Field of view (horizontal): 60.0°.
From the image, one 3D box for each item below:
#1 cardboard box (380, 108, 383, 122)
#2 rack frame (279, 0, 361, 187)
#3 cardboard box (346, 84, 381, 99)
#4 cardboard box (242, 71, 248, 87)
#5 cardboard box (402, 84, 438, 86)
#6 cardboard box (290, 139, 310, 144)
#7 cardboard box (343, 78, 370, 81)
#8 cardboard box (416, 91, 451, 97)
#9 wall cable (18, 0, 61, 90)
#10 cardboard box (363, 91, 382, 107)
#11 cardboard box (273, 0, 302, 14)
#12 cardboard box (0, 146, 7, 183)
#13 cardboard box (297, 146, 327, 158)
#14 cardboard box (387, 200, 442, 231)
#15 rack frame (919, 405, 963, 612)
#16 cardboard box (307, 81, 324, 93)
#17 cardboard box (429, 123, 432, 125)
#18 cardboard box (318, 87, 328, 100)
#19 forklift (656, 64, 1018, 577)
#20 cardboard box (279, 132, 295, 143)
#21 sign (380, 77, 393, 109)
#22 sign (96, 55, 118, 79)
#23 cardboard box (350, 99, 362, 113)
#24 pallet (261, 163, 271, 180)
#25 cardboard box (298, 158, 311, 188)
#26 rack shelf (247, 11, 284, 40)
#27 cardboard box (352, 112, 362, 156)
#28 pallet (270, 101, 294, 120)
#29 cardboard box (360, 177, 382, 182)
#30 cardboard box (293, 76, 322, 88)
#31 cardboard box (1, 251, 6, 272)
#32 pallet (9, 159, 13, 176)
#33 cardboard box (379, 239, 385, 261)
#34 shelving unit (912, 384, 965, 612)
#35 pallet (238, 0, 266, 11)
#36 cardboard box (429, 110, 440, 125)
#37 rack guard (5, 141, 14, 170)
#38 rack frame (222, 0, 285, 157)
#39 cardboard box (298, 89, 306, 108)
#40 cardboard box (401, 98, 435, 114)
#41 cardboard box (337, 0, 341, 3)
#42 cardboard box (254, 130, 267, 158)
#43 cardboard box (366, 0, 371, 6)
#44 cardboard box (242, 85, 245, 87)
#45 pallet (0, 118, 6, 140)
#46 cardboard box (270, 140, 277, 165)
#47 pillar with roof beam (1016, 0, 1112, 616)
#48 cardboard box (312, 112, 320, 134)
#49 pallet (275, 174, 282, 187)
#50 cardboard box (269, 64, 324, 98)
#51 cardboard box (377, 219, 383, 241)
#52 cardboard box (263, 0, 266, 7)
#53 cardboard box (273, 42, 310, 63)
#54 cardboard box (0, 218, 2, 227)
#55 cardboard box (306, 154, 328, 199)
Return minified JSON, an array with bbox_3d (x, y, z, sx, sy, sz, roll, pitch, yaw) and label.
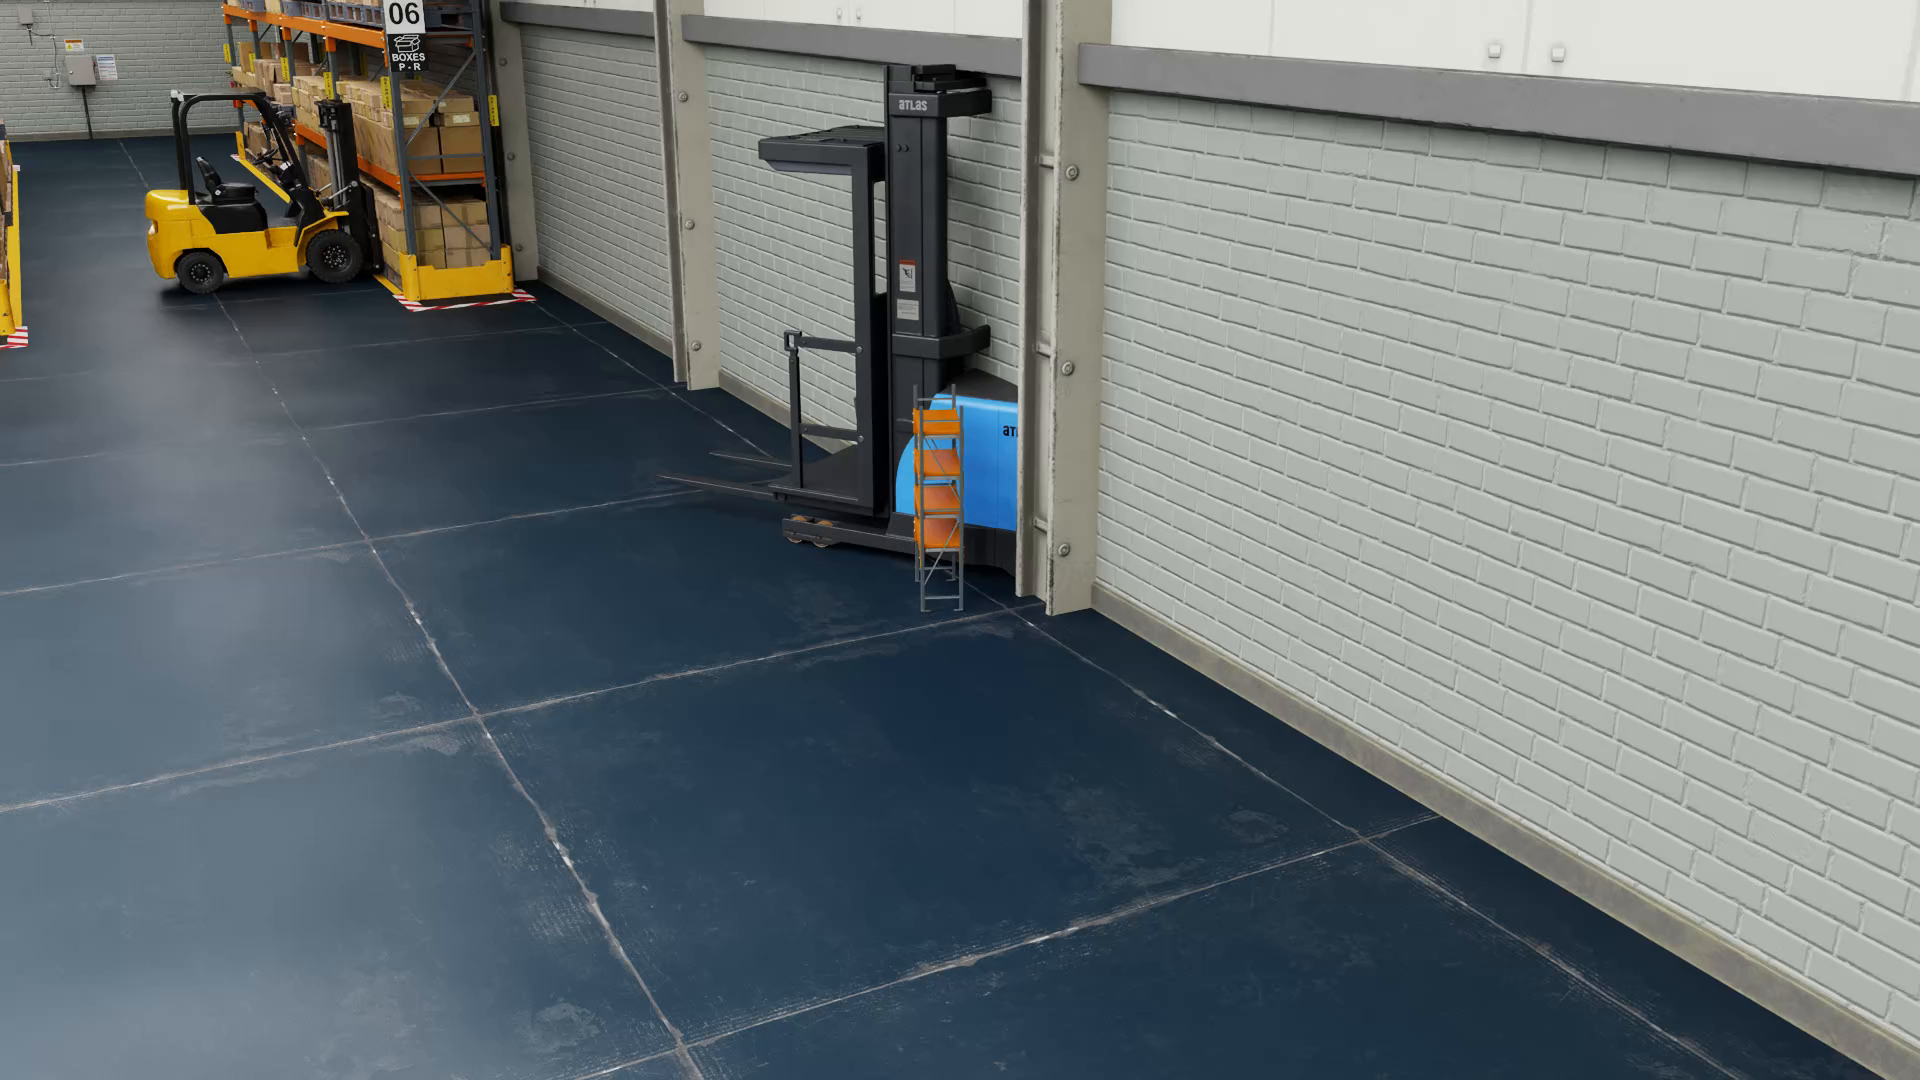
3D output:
[{"bbox_3d":[-6.345,-4.811,18.828,0.380,0.149,0.250,-10,21,-27],"label":"cardboard box"},{"bbox_3d":[-9.408,-6.472,24.789,1.000,3.000,0.127,-10,21,-27],"label":"rack frame"},{"bbox_3d":[-7.254,-5.458,20.247,0.380,0.149,0.250,-9,21,-25],"label":"cardboard box"},{"bbox_3d":[-12.484,-8.233,29.667,0.500,0.250,0.500,-11,22,-28],"label":"cardboard box"},{"bbox_3d":[-6.592,-5.481,20.314,0.380,0.149,0.250,-10,22,-28],"label":"cardboard box"},{"bbox_3d":[-10.471,-6.283,26.435,0.380,0.149,0.250,-11,22,-29],"label":"cardboard box"},{"bbox_3d":[-8.550,-6.476,23.652,0.380,0.149,0.250,-10,21,-27],"label":"cardboard box"},{"bbox_3d":[-6.065,-5.099,19.205,0.380,0.149,0.250,-9,21,-25],"label":"cardboard box"},{"bbox_3d":[-19.029,-10.317,34.374,0.588,1.984,0.122,-10,21,-27],"label":"wall cable"},{"bbox_3d":[-6.659,-5.091,19.183,0.380,0.149,0.250,-10,21,-26],"label":"cardboard box"},{"bbox_3d":[-9.866,-7.929,24.642,0.500,0.250,0.500,-11,22,-28],"label":"cardboard box"},{"bbox_3d":[-15.310,-5.879,25.684,0.875,0.875,0.875,-9,21,-25],"label":"cardboard box"},{"bbox_3d":[-9.866,-5.898,25.320,0.380,0.149,0.250,-11,22,-29],"label":"cardboard box"},{"bbox_3d":[-6.103,-3.631,18.594,0.500,0.250,0.500,-9,21,-25],"label":"cardboard box"},{"bbox_3d":[-0.102,-0.163,9.265,0.240,1.200,0.015,-2,19,-5],"label":"rack frame"},{"bbox_3d":[-8.894,-6.320,23.201,0.380,0.149,0.250,-9,21,-26],"label":"cardboard box"},{"bbox_3d":[-5.867,-4.554,19.078,0.500,0.500,0.500,-9,21,-25],"label":"cardboard box"},{"bbox_3d":[-8.317,-5.946,22.117,0.380,0.149,0.250,-11,22,-28],"label":"cardboard box"},{"bbox_3d":[-0.557,-1.480,10.428,3.031,2.935,1.130,10,21,26],"label":"forklift"},{"bbox_3d":[-11.040,-6.660,27.528,0.380,0.149,0.250,-11,22,-29],"label":"cardboard box"},{"bbox_3d":[-6.094,-4.755,17.674,0.100,0.325,0.005,-10,21,-27],"label":"sign"},{"bbox_3d":[-18.018,-9.988,35.125,0.329,0.494,0.001,-10,21,-27],"label":"sign"},{"bbox_3d":[-7.141,-5.243,20.080,0.380,0.149,0.250,-10,22,-27],"label":"cardboard box"},{"bbox_3d":[-11.633,-6.499,29.143,1.003,0.211,1.213,-10,21,-27],"label":"pallet"},{"bbox_3d":[-9.798,-5.577,25.384,0.500,0.500,0.500,-9,21,-25],"label":"cardboard box"},{"bbox_3d":[-10.358,-8.124,26.081,1.077,0.370,4.000,-10,21,-27],"label":"rack shelf"},{"bbox_3d":[-7.025,-4.911,20.112,0.500,0.500,0.500,-10,22,-27],"label":"cardboard box"},{"bbox_3d":[-9.792,-6.565,25.353,1.213,0.211,1.003,-10,21,-27],"label":"pallet"},{"bbox_3d":[-7.321,-4.359,20.705,0.500,0.250,0.500,-10,21,-27],"label":"cardboard box"},{"bbox_3d":[-9.516,-6.689,24.270,0.380,0.149,0.250,-9,21,-25],"label":"cardboard box"},{"bbox_3d":[-10.859,-3.027,18.375,0.500,0.250,0.500,-10,21,-26],"label":"cardboard box"},{"bbox_3d":[-17.125,-6.463,29.038,1.003,0.211,1.213,-10,21,-27],"label":"pallet"},{"bbox_3d":[-6.568,-3.449,19.601,0.500,0.250,0.500,-10,21,-26],"label":"cardboard box"},{"bbox_3d":[-0.124,-0.242,9.495,0.258,1.200,0.503,-2,19,-5],"label":"shelving unit"},{"bbox_3d":[-11.060,-8.751,27.084,1.213,0.211,1.003,-10,21,-27],"label":"pallet"},{"bbox_3d":[-5.716,-4.728,18.587,0.380,0.149,0.250,-10,21,-27],"label":"cardboard box"},{"bbox_3d":[-17.585,-6.824,29.641,1.175,0.500,0.348,-10,21,-27],"label":"rack guard"},{"bbox_3d":[-13.207,-8.769,31.444,1.000,3.000,0.127,-10,21,-27],"label":"rack frame"},{"bbox_3d":[-9.176,-6.328,23.836,0.500,0.250,0.500,-9,21,-25],"label":"cardboard box"},{"bbox_3d":[-5.965,-4.740,18.166,0.380,0.149,0.250,-10,21,-27],"label":"cardboard box"},{"bbox_3d":[-7.198,-6.472,19.779,0.380,0.149,0.250,-9,21,-25],"label":"cardboard box"},{"bbox_3d":[-12.136,-7.046,29.640,0.700,0.500,0.500,-11,22,-29],"label":"cardboard box"},{"bbox_3d":[-6.270,-5.911,18.154,0.380,0.149,0.250,-11,22,-28],"label":"cardboard box"},{"bbox_3d":[-12.725,-8.135,29.995,0.380,0.149,0.250,-11,22,-28],"label":"cardboard box"},{"bbox_3d":[-13.343,-5.423,22.044,1.213,0.211,1.003,-10,21,-27],"label":"pallet"},{"bbox_3d":[-11.276,-6.464,27.953,0.500,0.500,0.500,-9,21,-24],"label":"cardboard box"},{"bbox_3d":[-3.237,-3.239,6.223,9.100,9.000,0.400,-10,21,-27],"label":"pillar with roof beam"},{"bbox_3d":[-8.683,-5.795,23.056,0.500,0.250,0.500,-9,21,-25],"label":"cardboard box"},{"bbox_3d":[-10.888,-6.074,27.912,1.003,0.211,1.213,-10,21,-27],"label":"pallet"},{"bbox_3d":[-10.346,-7.159,25.979,0.797,0.503,0.637,-11,22,-28],"label":"cardboard box"},{"bbox_3d":[-6.608,-3.692,19.539,0.500,0.250,0.500,-11,22,-28],"label":"cardboard box"},{"bbox_3d":[-11.739,-8.977,27.835,0.380,0.149,0.250,-10,21,-27],"label":"cardboard box"},{"bbox_3d":[-11.781,-8.513,29.329,0.500,0.500,0.500,-11,22,-28],"label":"cardboard box"},{"bbox_3d":[-13.158,-4.284,21.833,0.950,0.372,0.625,-10,22,-28],"label":"cardboard box"},{"bbox_3d":[-9.124,-5.367,24.583,0.875,0.625,0.625,-9,21,-25],"label":"cardboard box"}]
